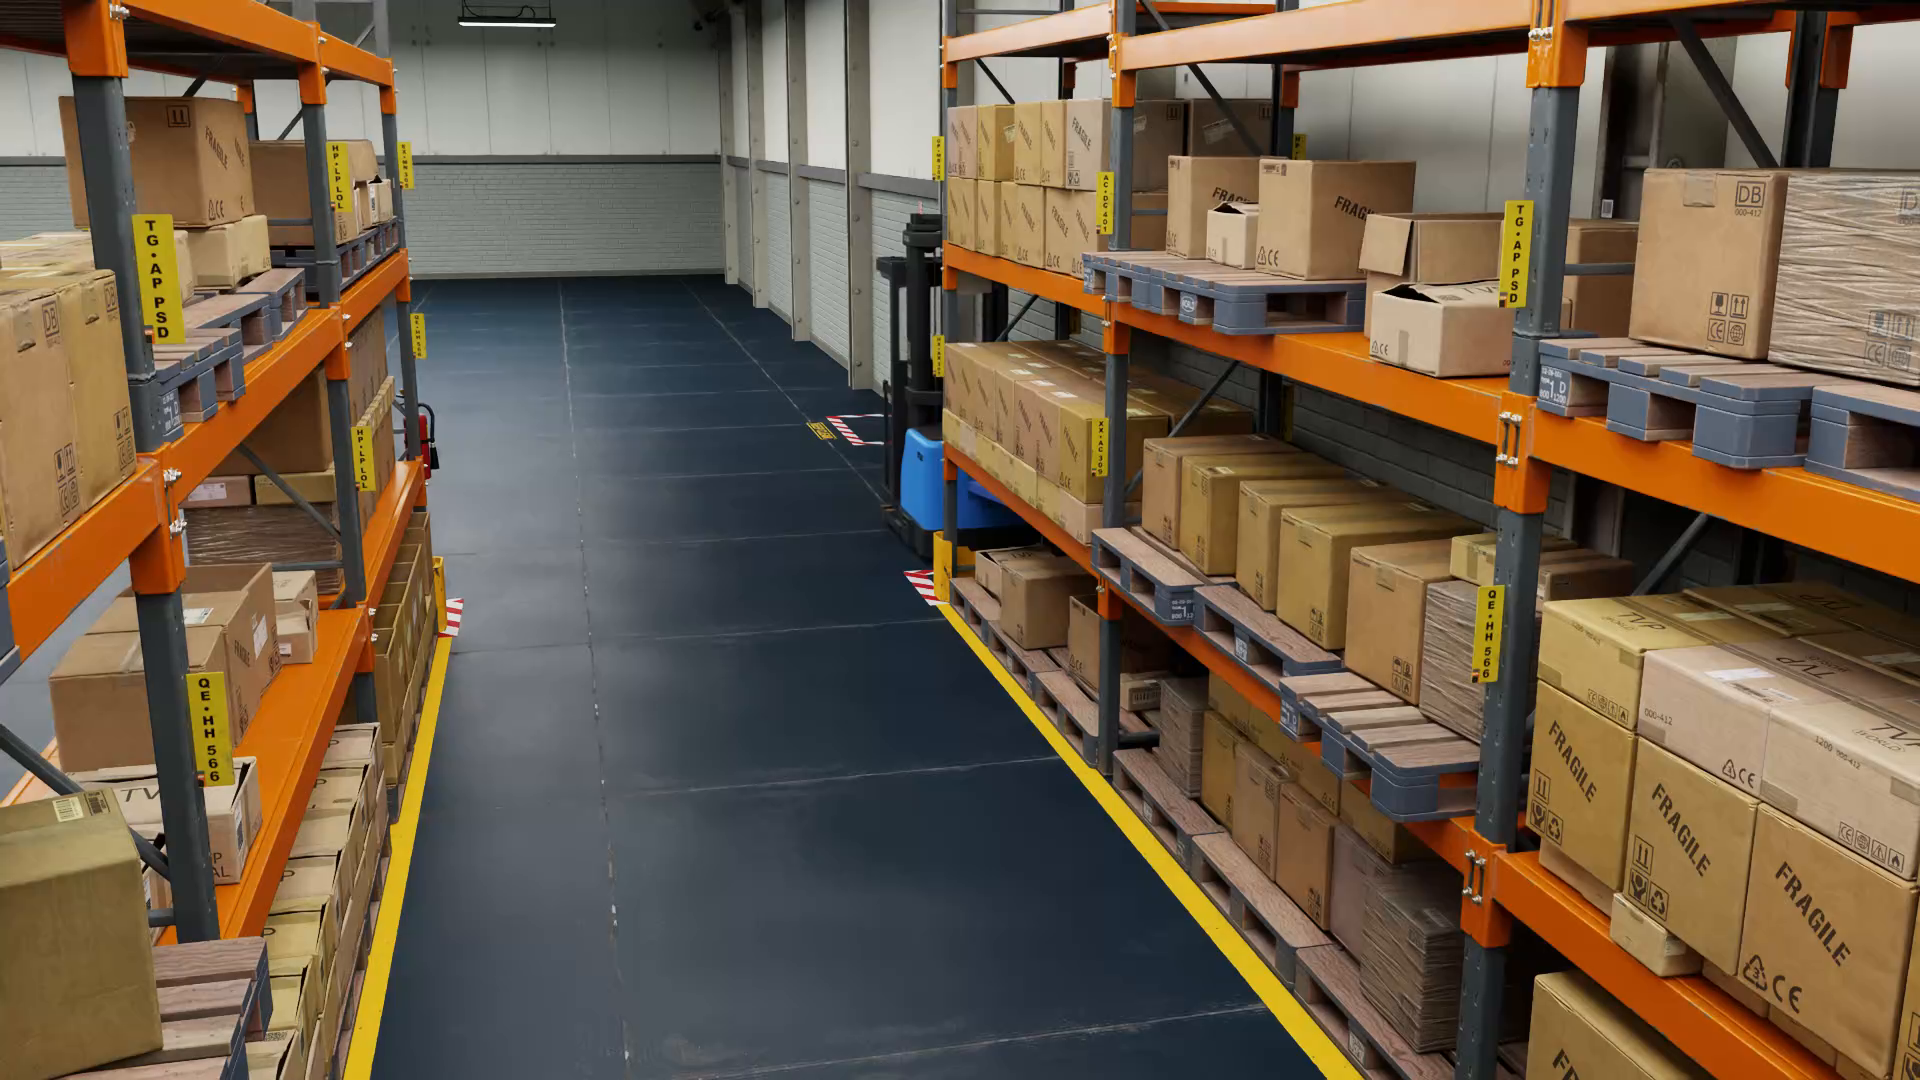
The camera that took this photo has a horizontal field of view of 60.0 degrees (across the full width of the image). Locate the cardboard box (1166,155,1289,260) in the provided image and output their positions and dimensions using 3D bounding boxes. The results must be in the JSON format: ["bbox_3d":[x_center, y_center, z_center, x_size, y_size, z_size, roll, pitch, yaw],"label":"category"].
[{"bbox_3d":[1.355,-1.704,8.487,0.500,0.500,0.500,-1,14,-5],"label":"cardboard box"}]

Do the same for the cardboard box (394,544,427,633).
[{"bbox_3d":[-3.785,0.334,10.891,0.500,0.500,0.500,-3,14,-13],"label":"cardboard box"}]

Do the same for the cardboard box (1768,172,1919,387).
[{"bbox_3d":[2.589,-0.693,4.309,0.700,0.500,0.500,-4,14,-16],"label":"cardboard box"}]

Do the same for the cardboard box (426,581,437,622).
[{"bbox_3d":[-4.037,0.469,11.920,0.500,0.250,0.500,-3,14,-13],"label":"cardboard box"}]

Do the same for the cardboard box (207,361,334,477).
[{"bbox_3d":[-3.621,-0.628,8.558,0.700,0.500,0.500,-3,14,-13],"label":"cardboard box"}]

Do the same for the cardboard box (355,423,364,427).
[{"bbox_3d":[-3.692,-0.581,9.731,0.380,0.149,0.250,-4,14,-15],"label":"cardboard box"}]

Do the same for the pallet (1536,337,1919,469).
[{"bbox_3d":[2.446,-0.422,4.733,1.213,0.211,1.003,-3,14,-11],"label":"pallet"}]

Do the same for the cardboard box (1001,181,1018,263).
[{"bbox_3d":[0.564,-2.104,10.968,0.500,0.500,0.500,-2,14,-10],"label":"cardboard box"}]

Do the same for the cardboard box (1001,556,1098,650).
[{"bbox_3d":[0.697,0.421,11.545,0.700,0.500,0.500,-4,14,-17],"label":"cardboard box"}]

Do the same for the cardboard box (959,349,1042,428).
[{"bbox_3d":[0.291,-1.107,12.155,0.500,0.500,0.500,-3,14,-13],"label":"cardboard box"}]

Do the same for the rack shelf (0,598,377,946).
[{"bbox_3d":[-3.041,0.963,6.503,1.077,0.370,4.000,-3,14,-13],"label":"rack shelf"}]

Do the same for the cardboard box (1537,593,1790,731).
[{"bbox_3d":[2.106,0.357,5.009,0.500,0.250,0.500,-3,14,-12],"label":"cardboard box"}]

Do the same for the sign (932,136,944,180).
[{"bbox_3d":[-0.163,-2.899,12.633,0.100,0.325,0.005,-3,14,-13],"label":"sign"}]

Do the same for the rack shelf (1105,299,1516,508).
[{"bbox_3d":[1.774,-0.771,7.280,1.077,0.370,4.000,-3,14,-13],"label":"rack shelf"}]

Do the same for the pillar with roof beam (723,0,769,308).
[{"bbox_3d":[-8.451,-9.145,33.721,9.100,9.000,0.548,-3,14,-13],"label":"pillar with roof beam"}]

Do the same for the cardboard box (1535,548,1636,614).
[{"bbox_3d":[2.133,0.143,5.840,0.380,0.149,0.250,-5,15,-21],"label":"cardboard box"}]

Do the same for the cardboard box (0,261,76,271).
[{"bbox_3d":[-2.732,-0.615,4.556,0.500,0.250,0.500,-4,14,-17],"label":"cardboard box"}]

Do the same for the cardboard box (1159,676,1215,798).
[{"bbox_3d":[1.493,1.045,8.993,0.700,0.500,0.500,-3,14,-11],"label":"cardboard box"}]

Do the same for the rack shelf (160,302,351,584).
[{"bbox_3d":[-3.041,-0.494,6.147,1.077,0.370,4.000,-3,14,-13],"label":"rack shelf"}]

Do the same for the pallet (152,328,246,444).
[{"bbox_3d":[-2.817,-0.442,4.816,1.213,0.211,1.003,-3,14,-11],"label":"pallet"}]

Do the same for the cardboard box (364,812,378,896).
[{"bbox_3d":[-3.014,1.480,7.779,0.500,0.250,0.500,-4,14,-14],"label":"cardboard box"}]

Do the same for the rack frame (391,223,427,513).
[{"bbox_3d":[-4.450,-0.770,12.083,1.000,3.000,0.127,-3,14,-13],"label":"rack frame"}]

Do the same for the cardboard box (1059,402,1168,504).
[{"bbox_3d":[0.892,-0.518,9.742,0.500,0.500,0.500,-3,14,-13],"label":"cardboard box"}]

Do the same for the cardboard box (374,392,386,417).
[{"bbox_3d":[-3.995,-0.879,10.950,0.380,0.149,0.250,-3,14,-12],"label":"cardboard box"}]

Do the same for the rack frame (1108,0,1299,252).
[{"bbox_3d":[1.304,-3.039,8.728,1.000,3.000,0.127,-3,14,-13],"label":"rack frame"}]

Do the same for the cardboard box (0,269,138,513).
[{"bbox_3d":[-2.436,-0.332,3.757,0.910,0.500,0.500,-3,14,-13],"label":"cardboard box"}]

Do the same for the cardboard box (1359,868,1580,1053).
[{"bbox_3d":[2.024,1.636,6.575,0.700,0.500,0.500,-3,14,-12],"label":"cardboard box"}]

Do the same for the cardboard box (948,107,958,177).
[{"bbox_3d":[0.219,-2.946,12.309,0.500,0.500,0.500,-4,14,-17],"label":"cardboard box"}]

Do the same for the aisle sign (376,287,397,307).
[{"bbox_3d":[-4.180,-2.065,11.903,0.394,0.787,0.004,-3,14,-13],"label":"aisle sign"}]

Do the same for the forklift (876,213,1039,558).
[{"bbox_3d":[-0.157,-1.573,15.513,1.130,2.935,3.031,-3,14,-14],"label":"forklift"}]

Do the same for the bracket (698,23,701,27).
[{"bbox_3d":[-6.536,-13.004,41.933,0.076,0.066,3.189,-3,14,-13],"label":"bracket"}]

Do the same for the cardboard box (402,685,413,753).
[{"bbox_3d":[-3.437,1.045,9.563,0.500,0.250,0.500,-3,14,-13],"label":"cardboard box"}]

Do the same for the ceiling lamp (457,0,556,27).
[{"bbox_3d":[-9.590,-12.437,34.896,2.000,3.185,0.800,-3,14,-13],"label":"ceiling lamp"}]

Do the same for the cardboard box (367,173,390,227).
[{"bbox_3d":[-3.792,-2.077,10.119,0.500,0.311,0.500,-2,14,-7],"label":"cardboard box"}]

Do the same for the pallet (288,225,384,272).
[{"bbox_3d":[-4.019,-1.738,9.910,1.003,0.211,1.213,-3,14,-13],"label":"pallet"}]

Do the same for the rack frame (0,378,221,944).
[{"bbox_3d":[-2.571,1.075,4.529,1.000,3.000,0.127,-3,14,-13],"label":"rack frame"}]

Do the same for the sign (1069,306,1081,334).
[{"bbox_3d":[0.909,-1.790,13.149,0.100,0.325,0.005,-3,14,-13],"label":"sign"}]

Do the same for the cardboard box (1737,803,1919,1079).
[{"bbox_3d":[2.338,0.958,4.131,0.500,0.500,0.500,-3,14,-13],"label":"cardboard box"}]

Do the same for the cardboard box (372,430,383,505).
[{"bbox_3d":[-4.113,-0.475,10.662,0.700,0.500,0.500,-3,14,-13],"label":"cardboard box"}]

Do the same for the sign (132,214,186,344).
[{"bbox_3d":[-2.043,-0.663,4.233,0.100,0.325,0.005,-3,14,-13],"label":"sign"}]

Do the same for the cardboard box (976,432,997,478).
[{"bbox_3d":[0.420,-0.617,11.729,0.500,0.250,0.500,-4,14,-14],"label":"cardboard box"}]

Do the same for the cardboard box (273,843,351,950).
[{"bbox_3d":[-2.779,1.440,6.762,0.500,0.311,0.500,-3,14,-14],"label":"cardboard box"}]

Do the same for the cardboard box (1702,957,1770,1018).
[{"bbox_3d":[2.305,1.175,4.607,0.380,0.149,0.250,-3,14,-14],"label":"cardboard box"}]

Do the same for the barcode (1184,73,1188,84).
[{"bbox_3d":[1.396,-2.849,10.269,0.001,0.075,0.075,-3,14,-13],"label":"barcode"}]

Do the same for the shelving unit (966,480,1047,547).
[{"bbox_3d":[0.572,-0.502,13.991,0.538,1.500,1.048,-11,23,-36],"label":"shelving unit"}]

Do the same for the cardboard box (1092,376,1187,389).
[{"bbox_3d":[1.167,-0.781,10.819,0.500,0.500,0.500,-3,14,-12],"label":"cardboard box"}]

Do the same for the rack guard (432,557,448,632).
[{"bbox_3d":[-4.455,0.438,12.402,1.175,0.500,0.348,-3,14,-13],"label":"rack guard"}]

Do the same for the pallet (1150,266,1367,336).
[{"bbox_3d":[1.592,-1.103,7.520,1.213,0.211,1.003,-3,14,-13],"label":"pallet"}]

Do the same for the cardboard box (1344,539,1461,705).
[{"bbox_3d":[1.966,0.301,6.562,0.700,0.500,0.500,-5,14,-18],"label":"cardboard box"}]

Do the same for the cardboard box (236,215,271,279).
[{"bbox_3d":[-3.375,-1.293,7.334,0.500,0.250,0.500,-2,14,-7],"label":"cardboard box"}]

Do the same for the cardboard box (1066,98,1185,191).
[{"bbox_3d":[0.923,-2.226,9.362,0.500,0.500,0.500,-5,14,-18],"label":"cardboard box"}]

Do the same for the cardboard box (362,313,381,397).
[{"bbox_3d":[-4.211,-1.208,10.928,0.700,0.500,0.500,-4,14,-15],"label":"cardboard box"}]

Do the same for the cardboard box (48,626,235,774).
[{"bbox_3d":[-2.981,0.640,6.098,0.500,0.500,0.500,-4,14,-16],"label":"cardboard box"}]

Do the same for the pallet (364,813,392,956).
[{"bbox_3d":[-3.299,1.675,7.950,1.003,0.211,1.213,-3,14,-13],"label":"pallet"}]
